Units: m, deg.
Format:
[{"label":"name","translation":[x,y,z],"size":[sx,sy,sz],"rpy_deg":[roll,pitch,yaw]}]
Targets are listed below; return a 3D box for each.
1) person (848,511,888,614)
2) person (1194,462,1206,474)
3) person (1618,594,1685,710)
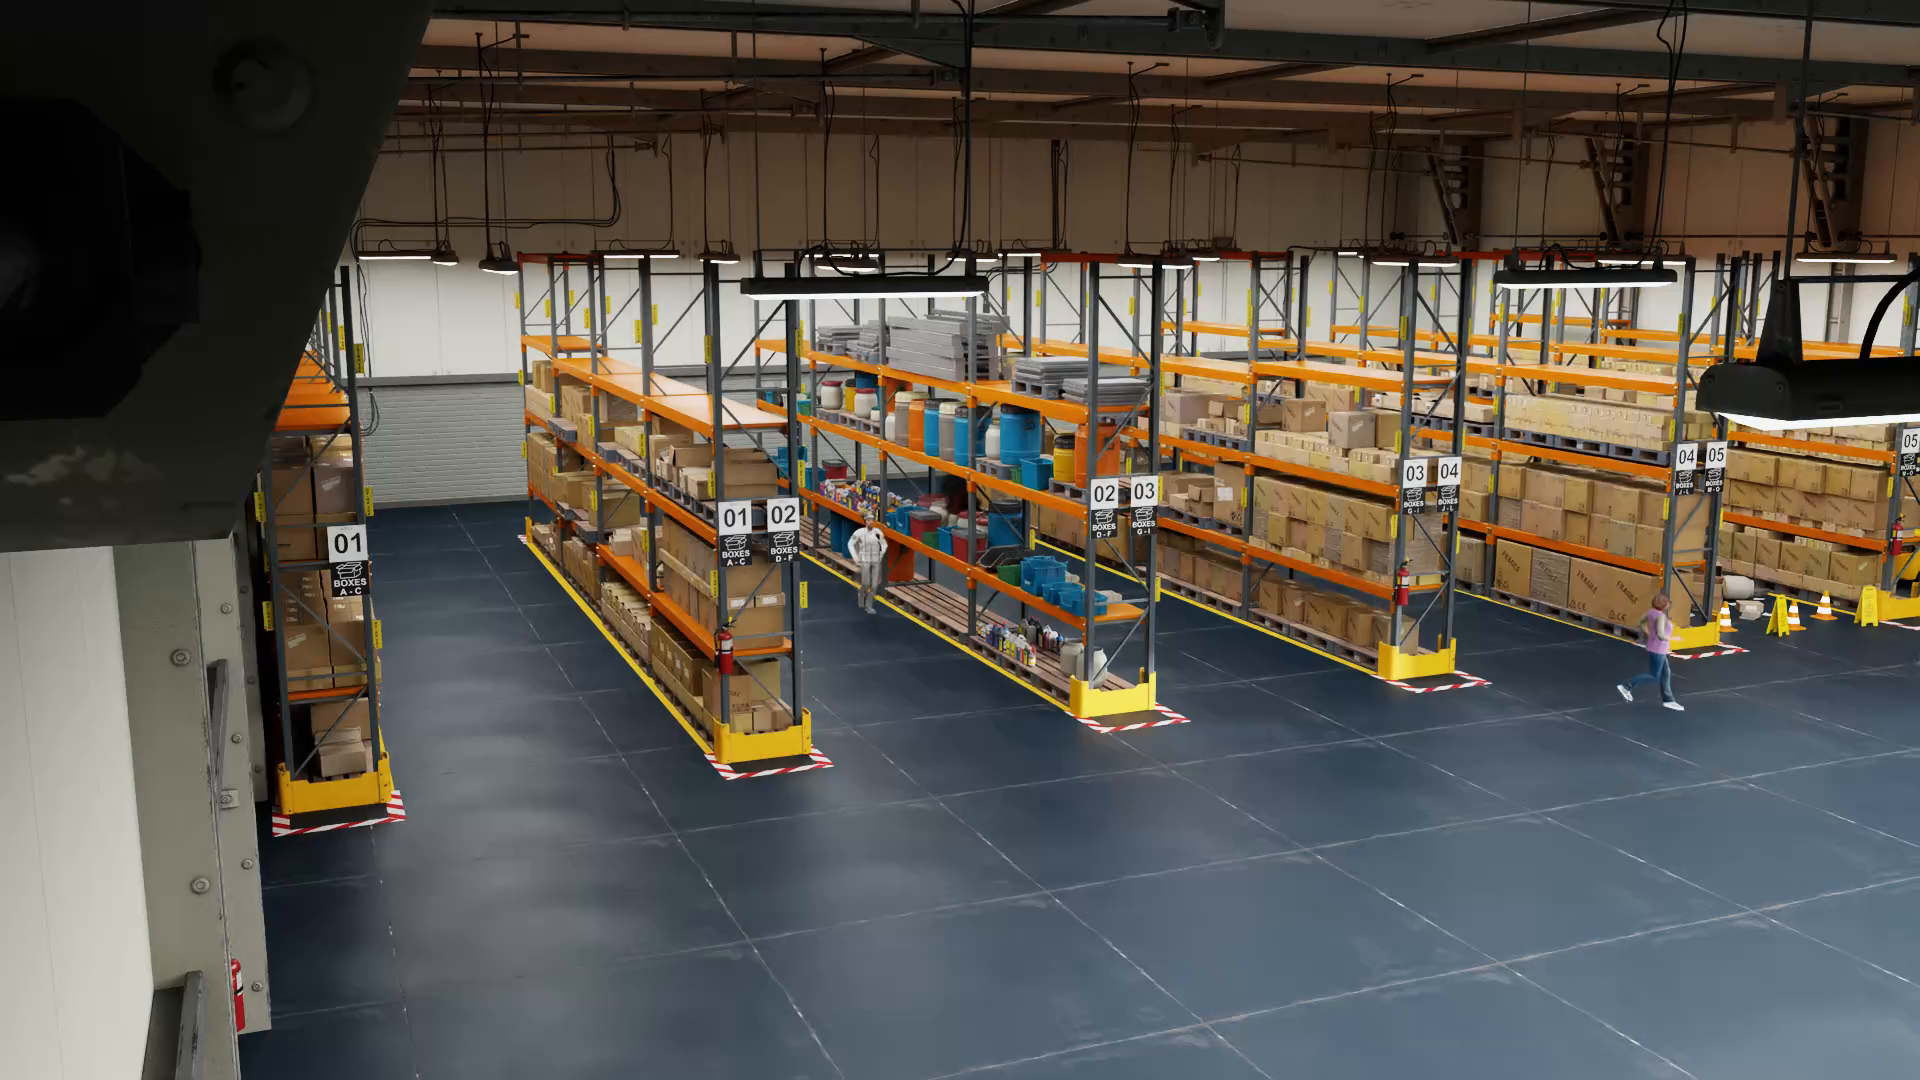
[{"label":"person","translation":[-1.457,0.366,26.840],"size":[0.645,1.683,0.503],"rpy_deg":[-3,11,-18]},{"label":"person","translation":[6.044,-2.004,41.623],"size":[0.463,1.638,0.771],"rpy_deg":[4,11,20]},{"label":"person","translation":[9.350,1.506,22.350],"size":[0.845,1.595,0.546],"rpy_deg":[2,11,11]}]
